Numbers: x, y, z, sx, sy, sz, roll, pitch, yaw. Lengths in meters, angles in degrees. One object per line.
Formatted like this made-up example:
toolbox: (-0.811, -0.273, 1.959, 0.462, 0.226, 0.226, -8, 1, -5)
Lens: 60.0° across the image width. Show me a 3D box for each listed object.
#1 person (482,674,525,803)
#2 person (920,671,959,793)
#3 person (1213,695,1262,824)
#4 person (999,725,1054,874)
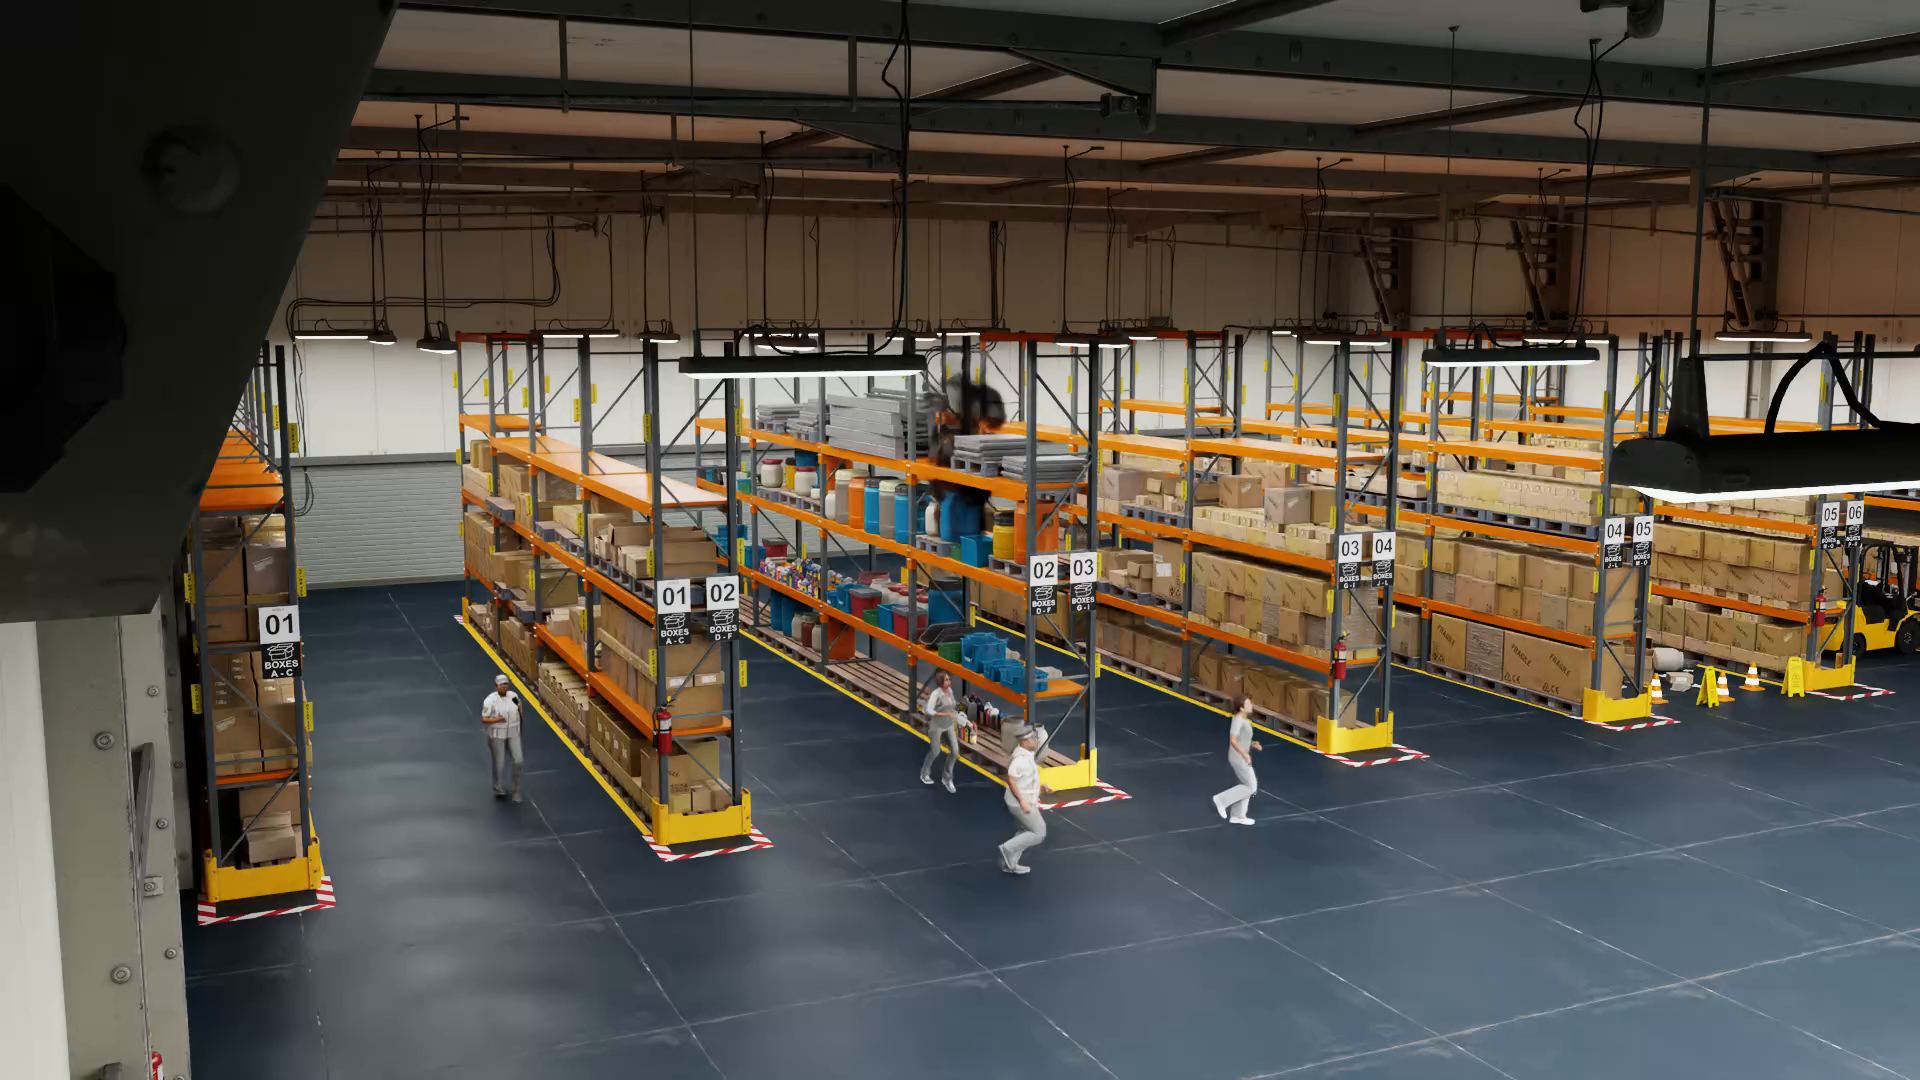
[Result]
person: (-5.940, 2.602, 21.724, 0.582, 1.714, 0.680, -4, 9, -29)
person: (-0.256, 2.559, 22.248, 0.530, 1.642, 0.693, -7, 10, -40)
person: (3.476, 2.740, 20.794, 0.605, 1.639, 0.560, 1, 8, 7)
person: (0.779, 2.943, 18.864, 0.581, 1.723, 0.651, 0, 8, -1)
